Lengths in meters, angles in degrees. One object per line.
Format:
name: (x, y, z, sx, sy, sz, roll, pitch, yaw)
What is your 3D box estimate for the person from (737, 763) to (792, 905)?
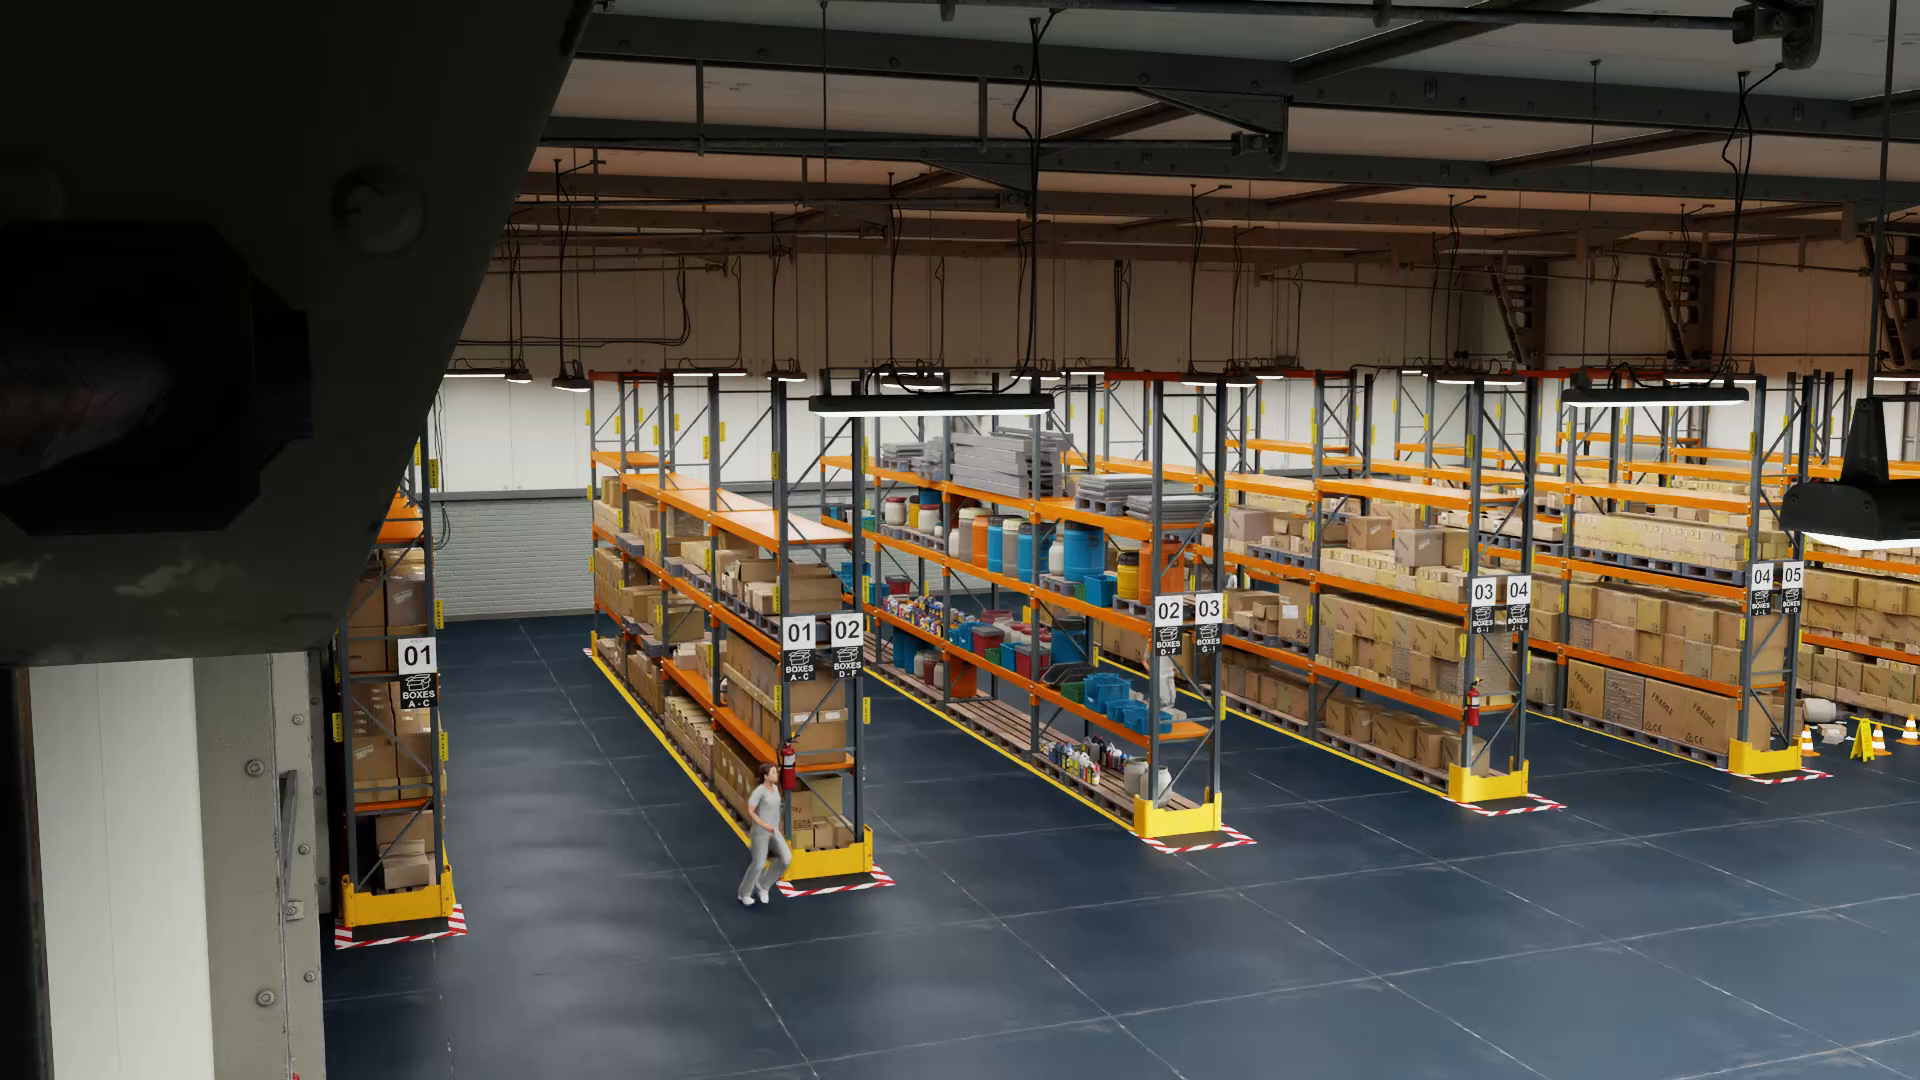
person: (-2.213, 3.381, 19.234, 0.605, 1.603, 0.625, 4, 8, 35)

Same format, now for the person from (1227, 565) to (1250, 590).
person: (6.166, 1.381, 36.521, 0.651, 1.781, 0.716, -2, 7, -15)

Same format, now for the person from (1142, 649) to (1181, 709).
person: (3.428, 2.332, 28.156, 0.658, 1.737, 0.600, -4, 8, -34)
